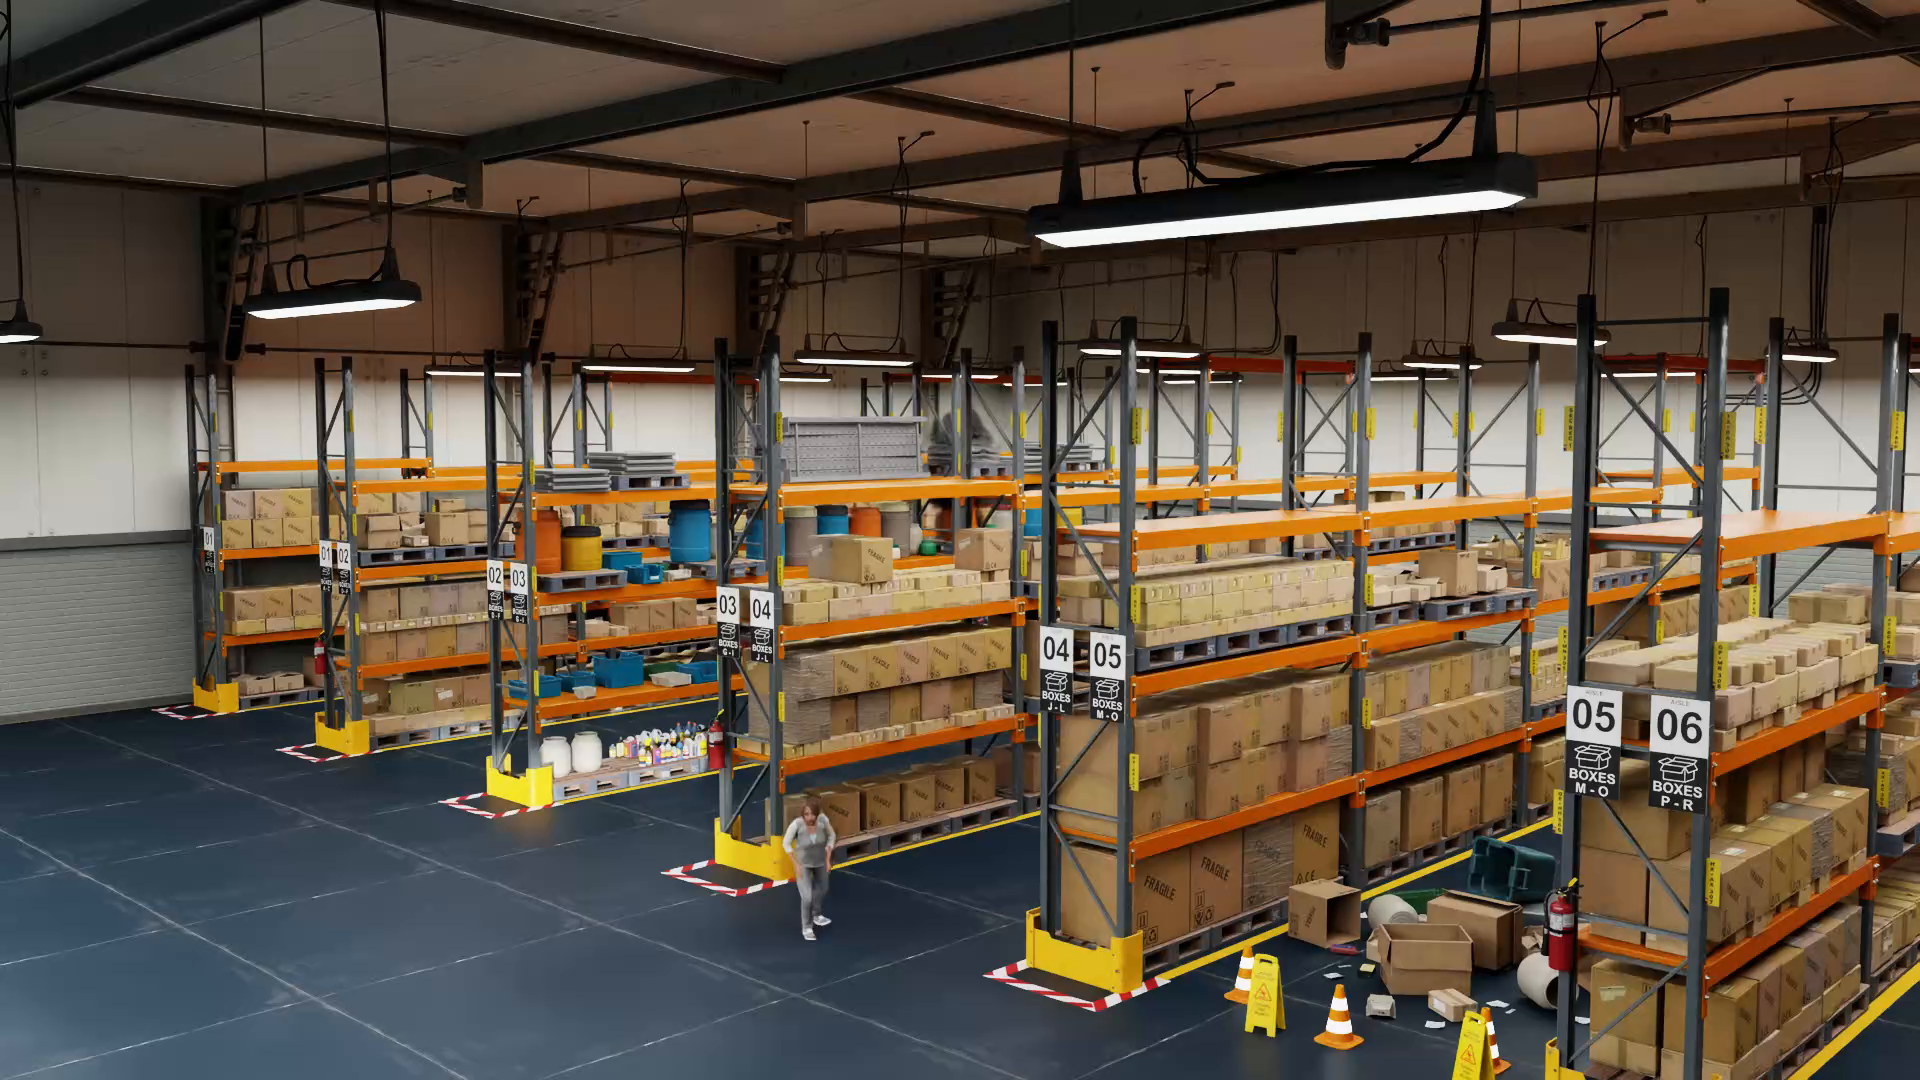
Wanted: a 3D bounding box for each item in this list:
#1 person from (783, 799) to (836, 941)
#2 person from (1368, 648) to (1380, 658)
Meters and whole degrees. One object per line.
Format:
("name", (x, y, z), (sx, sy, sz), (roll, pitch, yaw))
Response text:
("person", (-1.473, 3.198, 16.354), (0.586, 1.457, 0.778), (-2, 5, -25))
("person", (6.379, 2.428, 25.494), (0.800, 1.604, 0.545), (-4, 6, -42))
